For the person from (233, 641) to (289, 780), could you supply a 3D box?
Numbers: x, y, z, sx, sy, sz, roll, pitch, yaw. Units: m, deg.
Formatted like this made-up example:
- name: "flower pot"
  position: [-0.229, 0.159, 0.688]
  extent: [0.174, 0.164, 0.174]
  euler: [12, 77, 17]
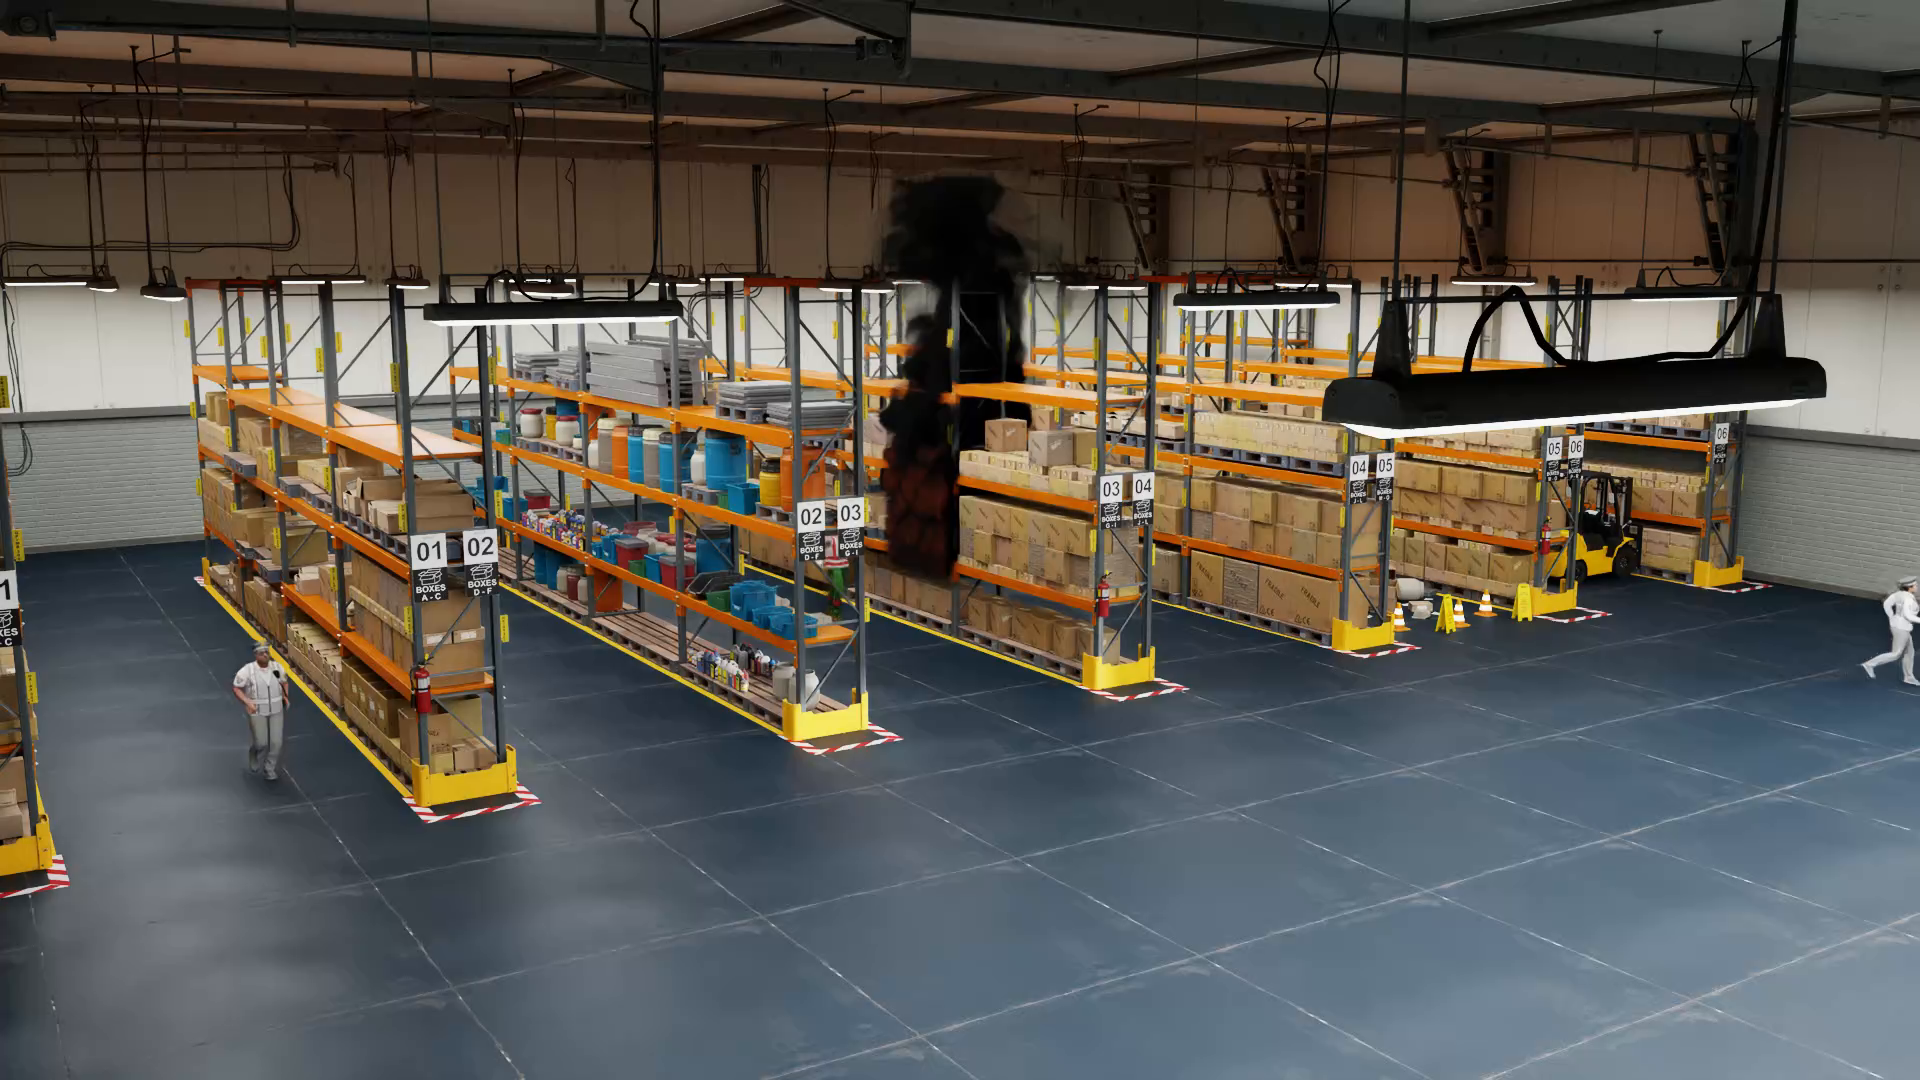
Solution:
- name: "person"
  position: [-8.524, 2.079, 20.411]
  extent: [0.644, 1.737, 0.574]
  euler: [-8, 13, -41]

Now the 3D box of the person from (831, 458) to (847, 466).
- name: "person"
  position: [-3.001, -1.389, 40.951]
  extent: [0.667, 1.810, 0.813]
  euler: [6, 11, 33]

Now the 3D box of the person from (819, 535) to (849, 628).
- name: "person"
  position: [-2.041, 0.520, 27.887]
  extent: [0.736, 1.890, 0.642]
  euler: [8, 13, 41]

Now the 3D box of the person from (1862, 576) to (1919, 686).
- name: "person"
  position: [14.046, 1.350, 24.939]
  extent: [0.899, 1.680, 0.602]
  euler: [2, 10, 13]
